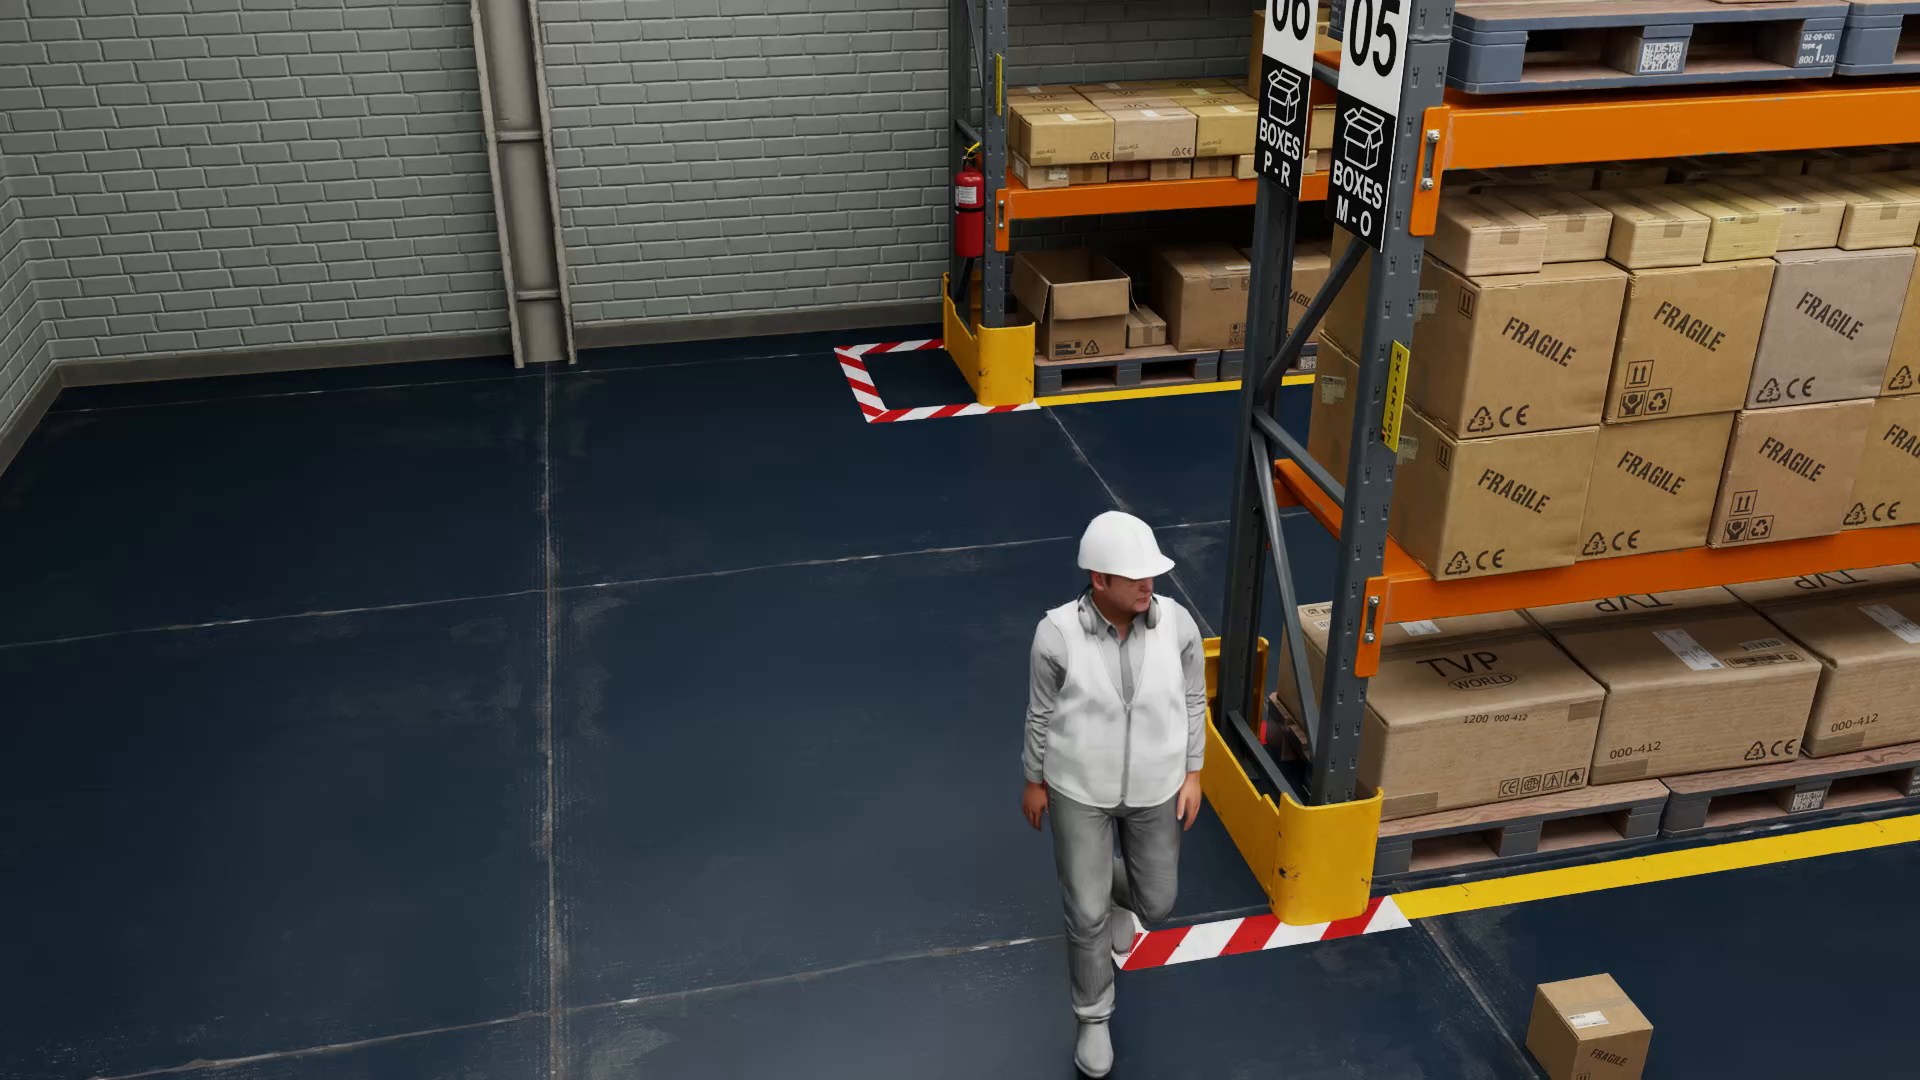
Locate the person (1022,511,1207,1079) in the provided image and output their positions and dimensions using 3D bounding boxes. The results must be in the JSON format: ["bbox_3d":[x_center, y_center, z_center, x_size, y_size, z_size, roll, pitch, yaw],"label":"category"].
[{"bbox_3d":[0.475,0.729,5.096,0.561,1.752,0.753,-2,27,-5],"label":"person"}]
